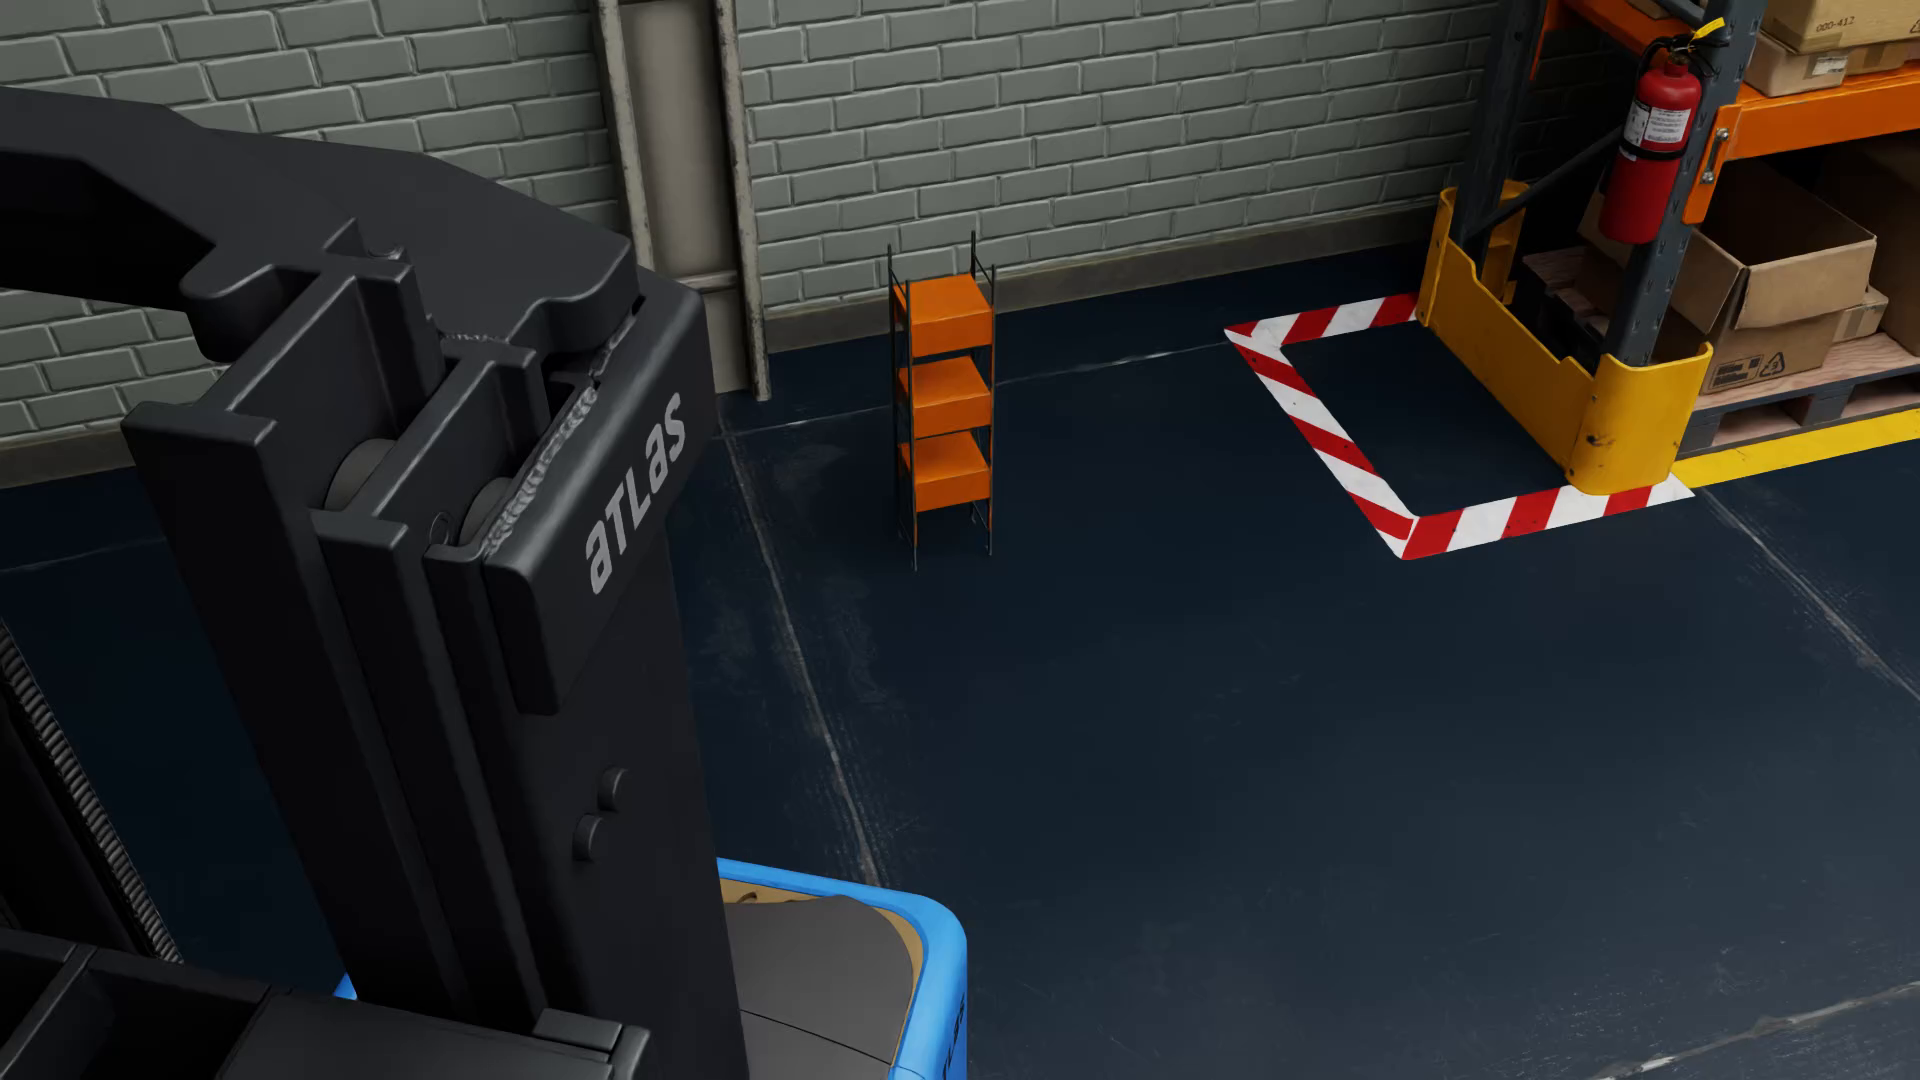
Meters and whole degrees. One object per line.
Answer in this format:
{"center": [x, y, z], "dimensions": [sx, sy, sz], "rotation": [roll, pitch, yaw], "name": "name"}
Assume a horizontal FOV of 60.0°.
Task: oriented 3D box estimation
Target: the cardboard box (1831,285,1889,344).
{"center": [2.978, -0.853, 5.794], "dimensions": [0.250, 0.149, 0.380], "rotation": [-13, 43, -15], "name": "cardboard box"}

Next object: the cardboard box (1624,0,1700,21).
{"center": [2.185, -1.786, 5.206], "dimensions": [0.250, 0.149, 0.380], "rotation": [-12, 43, -14], "name": "cardboard box"}

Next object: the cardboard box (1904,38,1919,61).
{"center": [2.814, -1.598, 4.991], "dimensions": [0.250, 0.149, 0.380], "rotation": [-12, 43, -14], "name": "cardboard box"}

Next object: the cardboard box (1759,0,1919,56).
{"center": [2.463, -1.623, 4.716], "dimensions": [0.500, 0.250, 0.500], "rotation": [-11, 42, -13], "name": "cardboard box"}

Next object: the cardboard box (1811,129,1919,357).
{"center": [3.388, -1.070, 5.775], "dimensions": [0.500, 0.500, 0.700], "rotation": [-10, 42, -11], "name": "cardboard box"}

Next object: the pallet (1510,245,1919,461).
{"center": [2.782, -0.770, 5.971], "dimensions": [1.213, 0.211, 1.003], "rotation": [-12, 42, -13], "name": "pallet"}

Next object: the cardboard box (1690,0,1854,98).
{"center": [2.345, -1.445, 4.815], "dimensions": [0.250, 0.149, 0.380], "rotation": [-12, 43, -13], "name": "cardboard box"}

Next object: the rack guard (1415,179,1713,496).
{"center": [2.022, -0.721, 5.695], "dimensions": [0.348, 0.500, 1.175], "rotation": [-12, 42, -13], "name": "rack guard"}

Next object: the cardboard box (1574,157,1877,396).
{"center": [2.561, -0.927, 5.609], "dimensions": [0.637, 0.503, 0.797], "rotation": [-13, 43, -15], "name": "cardboard box"}

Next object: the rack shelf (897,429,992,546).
{"center": [-0.051, -0.168, 5.082], "dimensions": [0.240, 0.259, 0.215], "rotation": [-12, 42, -13], "name": "rack shelf"}

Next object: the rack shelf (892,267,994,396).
{"center": [-0.051, -0.590, 4.713], "dimensions": [0.240, 0.259, 0.215], "rotation": [-12, 42, -13], "name": "rack shelf"}

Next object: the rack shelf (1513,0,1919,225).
{"center": [3.857, -1.771, 5.545], "dimensions": [4.000, 0.370, 1.077], "rotation": [-12, 42, -13], "name": "rack shelf"}

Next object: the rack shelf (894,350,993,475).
{"center": [-0.051, -0.377, 4.899], "dimensions": [0.240, 0.259, 0.215], "rotation": [-12, 42, -13], "name": "rack shelf"}

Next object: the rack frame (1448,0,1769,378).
{"center": [1.949, -1.647, 4.855], "dimensions": [0.127, 3.000, 1.000], "rotation": [-12, 42, -13], "name": "rack frame"}

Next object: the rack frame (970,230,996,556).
{"center": [0.065, -0.409, 4.920], "dimensions": [0.008, 1.050, 0.200], "rotation": [-12, 42, -13], "name": "rack frame"}

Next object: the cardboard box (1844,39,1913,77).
{"center": [2.574, -1.525, 4.906], "dimensions": [0.250, 0.149, 0.380], "rotation": [-11, 42, -12], "name": "cardboard box"}

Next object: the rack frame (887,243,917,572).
{"center": [-0.167, -0.361, 4.865], "dimensions": [0.008, 1.050, 0.200], "rotation": [-12, 42, -13], "name": "rack frame"}

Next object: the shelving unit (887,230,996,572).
{"center": [-0.051, -0.385, 4.892], "dimensions": [0.252, 1.050, 0.215], "rotation": [-12, 42, -13], "name": "shelving unit"}

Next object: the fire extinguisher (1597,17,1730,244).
{"center": [1.948, -1.158, 4.638], "dimensions": [0.183, 0.674, 0.296], "rotation": [-12, 42, -13], "name": "fire extinguisher"}
